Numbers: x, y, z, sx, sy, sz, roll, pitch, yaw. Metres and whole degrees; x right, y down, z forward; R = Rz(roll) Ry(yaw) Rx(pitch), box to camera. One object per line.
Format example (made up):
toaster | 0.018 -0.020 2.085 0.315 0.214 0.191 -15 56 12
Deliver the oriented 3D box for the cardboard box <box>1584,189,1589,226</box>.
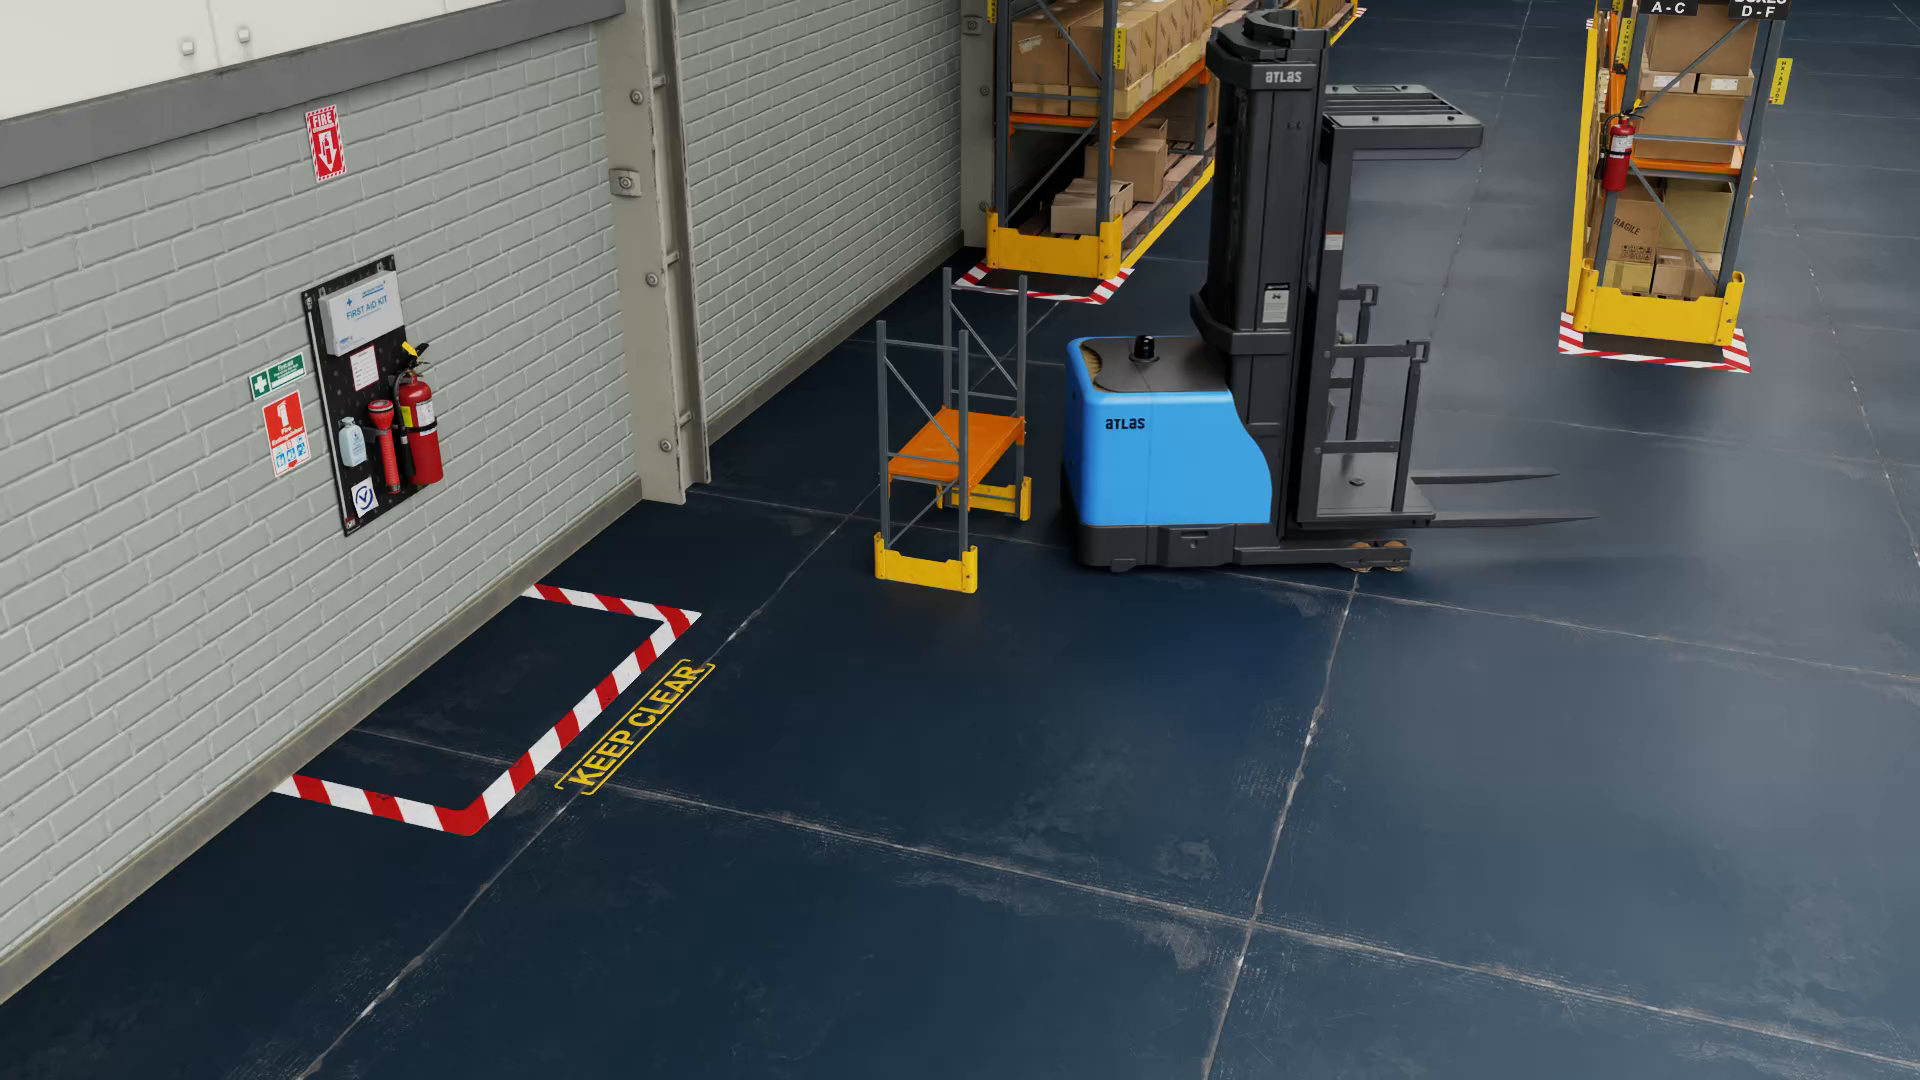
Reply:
cardboard box | 6.016 -3.045 15.269 0.500 0.250 0.500 9 27 17

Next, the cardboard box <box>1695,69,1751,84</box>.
cardboard box | 5.887 -3.581 12.845 0.380 0.149 0.250 8 27 16

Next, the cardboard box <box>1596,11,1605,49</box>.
cardboard box | 9.383 -7.285 23.718 0.500 0.500 0.500 9 27 17

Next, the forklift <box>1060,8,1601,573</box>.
forklift | 2.144 -1.367 9.211 3.031 2.935 1.130 -1 26 -3

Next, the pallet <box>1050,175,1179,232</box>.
pallet | 1.532 -3.327 16.379 1.003 0.211 1.213 9 27 17

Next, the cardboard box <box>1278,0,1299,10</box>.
cardboard box | 4.123 -6.873 22.489 0.750 0.750 0.750 9 27 17

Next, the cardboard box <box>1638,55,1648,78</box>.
cardboard box | 5.586 -3.740 13.173 0.380 0.149 0.250 8 27 17

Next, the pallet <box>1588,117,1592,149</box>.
pallet | 7.819 -4.705 19.226 1.003 0.211 1.213 9 27 17

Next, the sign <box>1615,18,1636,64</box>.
sign | 4.961 -3.718 12.386 0.100 0.325 0.005 9 27 17

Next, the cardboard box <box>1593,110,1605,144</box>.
cardboard box | 6.830 -4.276 17.169 0.500 0.311 0.500 10 27 19

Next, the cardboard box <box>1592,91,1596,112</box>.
cardboard box | 7.679 -5.072 19.456 0.500 0.250 0.500 9 27 17

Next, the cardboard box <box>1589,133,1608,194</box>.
cardboard box | 6.017 -3.382 15.106 0.500 0.500 0.500 9 27 17

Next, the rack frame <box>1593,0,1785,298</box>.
rack frame | 5.468 -3.005 12.515 1.000 3.000 0.127 9 27 17

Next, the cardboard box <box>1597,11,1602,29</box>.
cardboard box | 10.011 -7.948 25.373 0.500 0.250 0.500 9 27 17

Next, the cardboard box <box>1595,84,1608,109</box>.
cardboard box | 7.340 -4.898 18.454 0.500 0.311 0.500 8 27 16

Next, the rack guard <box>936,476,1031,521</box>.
rack guard | 0.140 -0.286 10.054 0.587 0.250 0.087 9 27 17

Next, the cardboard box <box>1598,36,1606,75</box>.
cardboard box | 8.561 -6.213 21.505 0.500 0.500 0.500 8 27 15

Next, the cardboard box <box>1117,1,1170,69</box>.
cardboard box | 1.589 -4.567 15.029 0.500 0.500 0.500 8 27 16

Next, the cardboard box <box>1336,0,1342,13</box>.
cardboard box | 5.814 -8.854 26.980 0.700 0.500 0.500 9 27 17

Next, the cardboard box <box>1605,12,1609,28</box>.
cardboard box | 8.737 -6.773 21.799 0.500 0.250 0.500 9 27 18

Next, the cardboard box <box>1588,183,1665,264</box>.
cardboard box | 5.366 -2.558 13.404 0.500 0.500 0.500 9 27 17

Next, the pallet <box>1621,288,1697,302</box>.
pallet | 5.683 -2.071 13.784 1.003 0.211 1.213 9 27 17

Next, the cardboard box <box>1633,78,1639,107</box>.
cardboard box | 6.148 -3.877 14.201 0.700 0.500 0.500 10 27 19

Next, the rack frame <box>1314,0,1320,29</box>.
rack frame | 4.788 -8.654 24.181 1.000 3.000 0.127 9 27 17

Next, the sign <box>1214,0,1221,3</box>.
sign | 2.640 -5.680 17.046 0.100 0.325 0.005 9 27 17

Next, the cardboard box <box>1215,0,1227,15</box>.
cardboard box | 2.521 -6.042 18.167 0.700 0.500 0.500 12 28 23

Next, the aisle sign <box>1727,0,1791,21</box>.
aisle sign | 5.735 -4.104 11.801 0.394 0.787 0.004 9 27 17

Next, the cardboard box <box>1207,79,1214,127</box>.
cardboard box | 2.480 -4.963 18.923 0.700 0.500 0.500 8 27 16

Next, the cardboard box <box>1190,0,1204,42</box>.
cardboard box | 2.100 -5.200 16.336 0.500 0.500 0.500 9 27 17

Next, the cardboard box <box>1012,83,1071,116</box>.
cardboard box | 0.768 -3.884 14.479 0.500 0.250 0.500 9 27 18

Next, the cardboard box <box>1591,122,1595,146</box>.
cardboard box | 7.174 -4.440 18.151 0.500 0.250 0.500 9 27 18

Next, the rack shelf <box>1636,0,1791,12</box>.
rack shelf | 6.133 -4.854 13.716 1.077 0.370 4.000 9 27 17

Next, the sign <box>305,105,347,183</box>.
sign | -2.739 -1.714 7.188 0.001 0.298 0.199 9 27 17

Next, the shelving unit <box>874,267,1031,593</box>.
shelving unit | -0.025 -0.644 9.358 0.587 1.500 1.083 9 27 17

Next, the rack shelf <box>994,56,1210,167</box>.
rack shelf | 1.461 -4.220 15.850 1.077 0.370 4.000 9 27 17

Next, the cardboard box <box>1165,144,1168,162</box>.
cardboard box | 1.976 -4.065 17.449 0.380 0.166 0.250 5 26 11

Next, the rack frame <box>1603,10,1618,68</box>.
rack frame | 8.130 -6.293 19.305 1.000 3.000 0.127 9 27 17

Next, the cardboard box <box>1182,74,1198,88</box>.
cardboard box | 2.499 -5.263 18.681 0.500 0.250 0.500 8 27 16

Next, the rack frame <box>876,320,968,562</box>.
rack frame | -0.198 -0.431 8.919 0.500 1.500 0.032 9 27 17

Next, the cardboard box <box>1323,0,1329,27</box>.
cardboard box | 5.304 -8.216 25.663 0.700 0.500 0.500 8 27 17

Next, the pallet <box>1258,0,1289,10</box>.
pallet | 3.321 -6.615 20.191 1.213 0.211 1.003 9 27 17

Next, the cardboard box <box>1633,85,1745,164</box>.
cardboard box | 5.635 -3.240 12.886 0.700 0.500 0.500 9 27 17

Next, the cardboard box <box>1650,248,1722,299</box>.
cardboard box | 5.856 -2.145 13.411 0.500 0.250 0.500 9 27 17

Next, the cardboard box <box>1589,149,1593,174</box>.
cardboard box | 6.663 -3.813 16.857 0.500 0.250 0.500 8 27 17

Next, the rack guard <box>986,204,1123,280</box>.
rack guard | 0.820 -2.628 14.605 1.175 0.500 0.348 9 27 17

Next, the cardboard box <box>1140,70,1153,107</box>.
cardboard box | 1.416 -4.034 14.788 0.500 0.250 0.500 8 27 16

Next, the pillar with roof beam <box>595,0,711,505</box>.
pillar with roof beam | 2.275 -3.746 7.160 9.100 9.000 0.400 9 27 17

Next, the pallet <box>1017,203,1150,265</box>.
pallet | 1.124 -2.827 15.347 1.003 0.211 1.213 9 27 17

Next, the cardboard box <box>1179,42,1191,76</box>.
cardboard box | 1.928 -4.656 16.074 0.500 0.250 0.500 9 27 17

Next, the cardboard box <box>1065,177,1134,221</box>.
cardboard box | 1.300 -3.216 15.530 0.500 0.311 0.500 11 28 22

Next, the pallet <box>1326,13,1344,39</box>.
pallet | 5.520 -8.203 26.449 1.003 0.211 1.213 9 27 17

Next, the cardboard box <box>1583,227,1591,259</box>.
cardboard box | 5.523 -2.427 13.994 0.500 0.250 0.500 9 27 17

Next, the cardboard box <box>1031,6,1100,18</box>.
cardboard box | 0.928 -4.431 14.749 0.500 0.500 0.500 9 27 18

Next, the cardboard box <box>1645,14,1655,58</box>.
cardboard box | 5.823 -4.063 13.096 0.700 0.500 0.500 8 27 16
